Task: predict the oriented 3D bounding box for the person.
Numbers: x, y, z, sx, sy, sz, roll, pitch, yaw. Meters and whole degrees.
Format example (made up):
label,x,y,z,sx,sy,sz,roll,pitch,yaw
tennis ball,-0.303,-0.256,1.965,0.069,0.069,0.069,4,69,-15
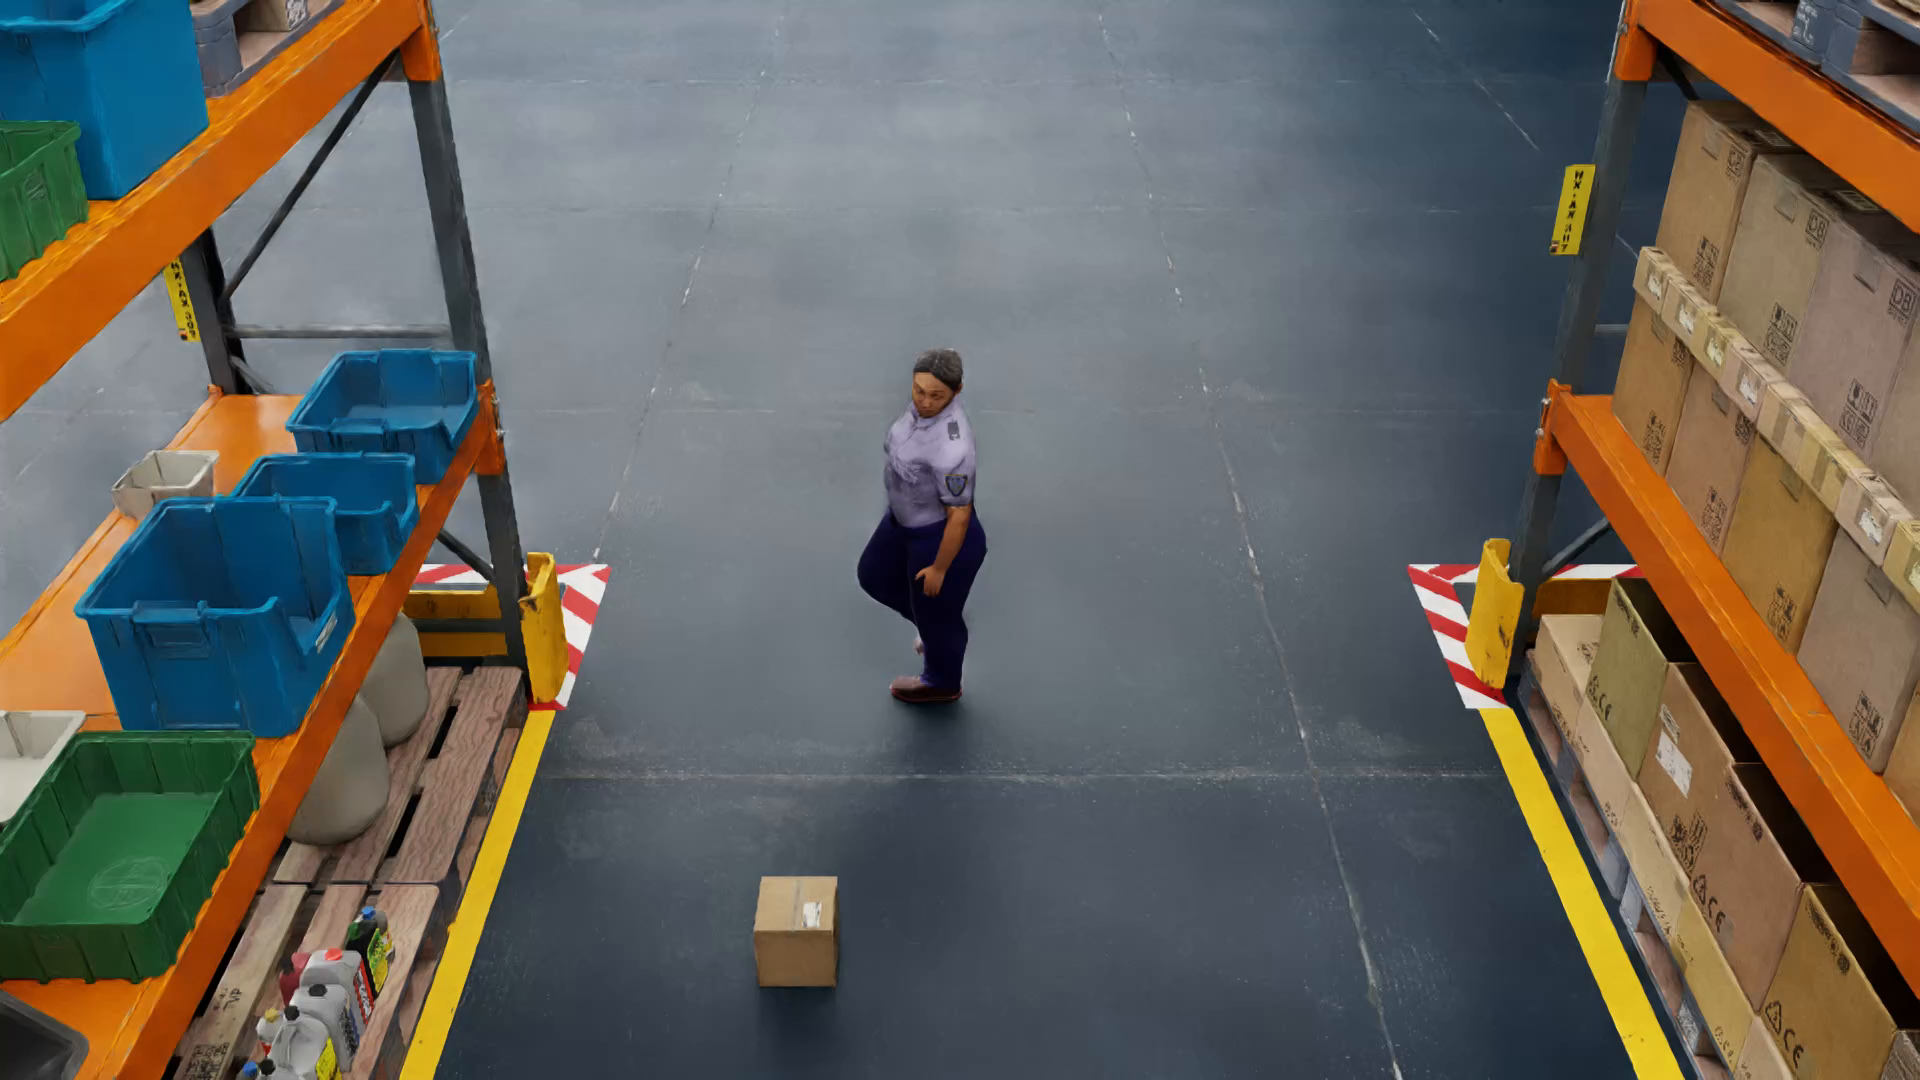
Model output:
label,x,y,z,sx,sy,sz,roll,pitch,yaw
person,-0.165,-0.027,6.194,0.460,1.631,0.697,-7,32,-11
